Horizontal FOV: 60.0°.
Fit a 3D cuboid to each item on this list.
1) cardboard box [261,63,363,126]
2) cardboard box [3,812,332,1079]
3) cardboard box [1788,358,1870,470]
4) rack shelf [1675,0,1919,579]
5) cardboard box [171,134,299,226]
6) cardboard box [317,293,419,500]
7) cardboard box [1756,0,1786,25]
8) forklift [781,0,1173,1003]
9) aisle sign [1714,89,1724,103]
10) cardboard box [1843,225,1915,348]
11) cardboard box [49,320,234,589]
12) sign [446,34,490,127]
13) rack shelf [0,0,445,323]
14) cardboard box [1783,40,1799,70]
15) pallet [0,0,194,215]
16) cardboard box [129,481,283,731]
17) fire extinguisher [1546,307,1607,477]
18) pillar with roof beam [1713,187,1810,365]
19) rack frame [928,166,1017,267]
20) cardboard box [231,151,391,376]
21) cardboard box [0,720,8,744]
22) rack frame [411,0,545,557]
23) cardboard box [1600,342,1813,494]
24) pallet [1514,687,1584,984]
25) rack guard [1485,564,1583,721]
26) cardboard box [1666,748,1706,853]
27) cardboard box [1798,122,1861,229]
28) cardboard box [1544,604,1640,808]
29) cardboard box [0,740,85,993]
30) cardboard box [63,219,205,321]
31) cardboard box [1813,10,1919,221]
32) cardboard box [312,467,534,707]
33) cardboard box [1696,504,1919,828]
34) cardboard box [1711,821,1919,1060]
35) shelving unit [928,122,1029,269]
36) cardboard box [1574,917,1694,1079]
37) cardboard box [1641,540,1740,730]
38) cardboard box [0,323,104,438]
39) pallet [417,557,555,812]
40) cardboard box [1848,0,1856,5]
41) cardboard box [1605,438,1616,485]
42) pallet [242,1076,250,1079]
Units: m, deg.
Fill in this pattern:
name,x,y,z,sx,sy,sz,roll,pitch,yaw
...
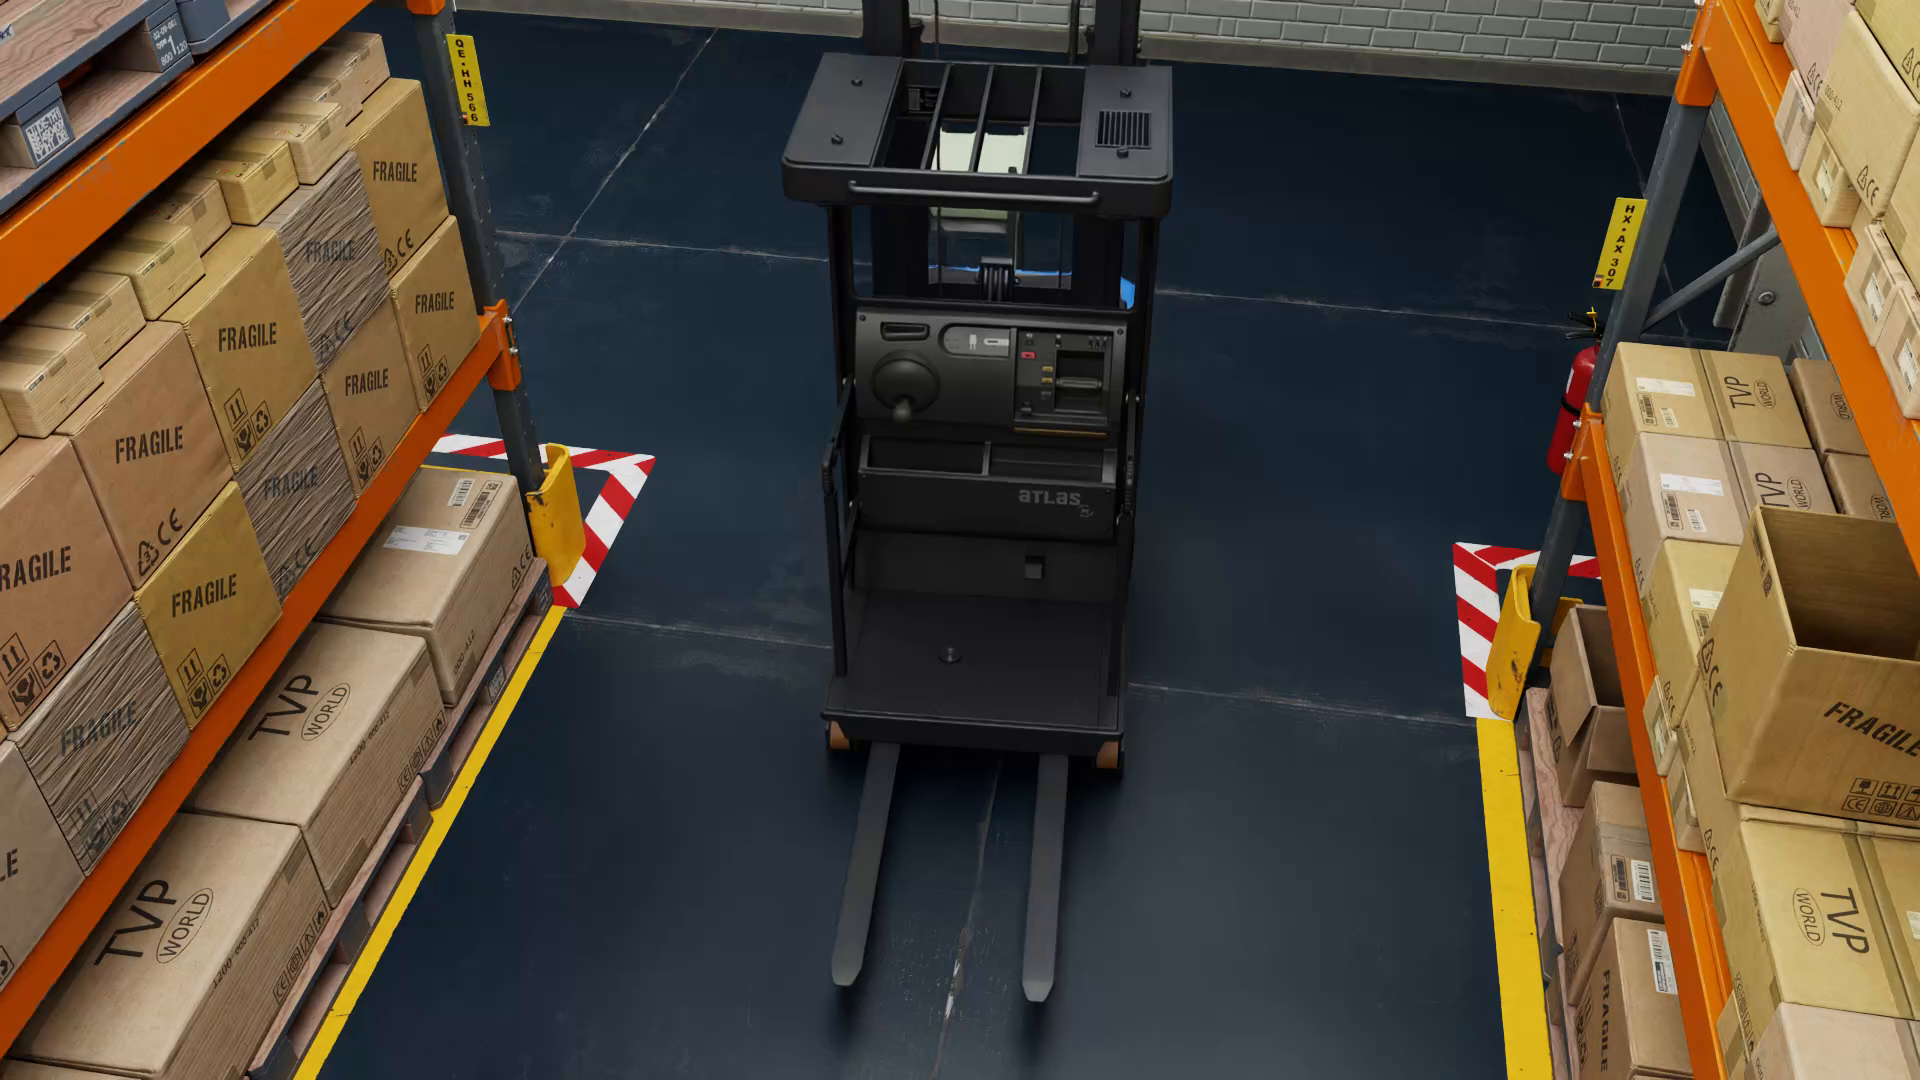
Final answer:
name,x,y,z,sx,sy,sz,roll,pitch,yaw
cardboard box,-2.107,-1.370,5.181,0.380,0.149,0.250,7,40,8
cardboard box,-2.546,1.286,5.021,0.875,0.438,0.875,5,40,6
cardboard box,2.849,-0.299,5.142,0.500,0.250,0.500,7,40,9
rack shelf,2.321,-0.184,3.329,1.077,0.370,4.000,6,40,8
cardboard box,-2.153,-1.045,4.788,0.380,0.149,0.250,7,40,9
cardboard box,-2.146,-0.499,5.421,0.500,0.500,0.500,6,40,7
cardboard box,2.321,-1.525,4.271,0.500,0.250,0.500,6,40,7
forklift,0.083,-0.503,5.559,1.130,2.935,3.031,4,40,4
aisle sign,2.390,-1.638,4.837,0.394,0.787,0.004,6,40,8
cardboard box,2.022,-0.494,3.337,0.380,0.149,0.250,6,40,8
cardboard box,-2.310,-0.244,4.328,0.500,0.500,0.500,6,40,7
sign,-1.690,-1.575,5.706,0.100,0.325,0.005,6,40,8
rack shelf,-2.568,-0.729,3.988,1.077,0.370,4.000,6,40,8
cardboard box,2.364,-1.278,4.285,0.380,0.149,0.250,7,40,8
pallet,-2.549,-0.993,3.812,1.003,0.211,1.213,6,40,8
cardboard box,-2.302,0.151,4.635,0.500,0.500,0.500,8,40,9
fire extinguisher,2.238,-0.530,5.891,0.296,0.674,0.183,6,40,8
pillar with roof beam,-0.218,-4.940,6.163,9.100,9.000,0.400,6,40,8
rack frame,0.031,-0.939,7.209,0.400,1.500,0.023,4,40,4
cardboard box,-2.132,-0.869,5.084,0.500,0.500,0.500,7,40,8
cardboard box,-2.500,0.392,3.558,0.500,0.500,0.500,6,40,7
rack frame,-2.222,-1.106,6.233,1.000,3.000,0.127,6,40,8
cardboard box,2.324,-0.362,5.218,0.500,0.250,0.500,7,40,8
pallet,2.517,1.062,5.800,1.003,0.211,1.213,6,40,8
rack guard,2.654,0.450,6.313,1.175,0.500,0.348,6,40,8
cardboard box,2.043,0.683,4.267,0.380,0.149,0.250,7,40,9
cardboard box,2.120,-0.809,3.717,0.380,0.149,0.250,6,40,8
cardboard box,2.468,0.613,5.784,0.797,0.503,0.637,5,40,6
cardboard box,-2.484,0.785,3.868,0.500,0.500,0.500,7,40,8
cardboard box,-2.254,-0.725,4.401,0.380,0.149,0.250,7,40,9
cardboard box,2.153,-0.884,3.495,0.500,0.250,0.500,5,40,6
cardboard box,-2.238,0.145,6.401,0.875,0.438,0.875,5,40,6
cardboard box,2.064,0.290,3.841,0.500,0.500,0.500,7,40,9
cardboard box,1.995,0.919,3.669,0.500,0.250,0.500,6,40,7
shelving unit,0.067,-1.171,7.490,0.431,1.500,0.755,4,40,4
cardboard box,2.092,1.467,4.753,0.500,0.500,0.500,7,40,8
cardboard box,2.152,0.273,4.451,0.500,0.250,0.500,6,40,7
cardboard box,-2.322,-0.392,3.998,0.380,0.149,0.250,7,40,8
pallet,-2.283,0.480,6.504,1.003,0.211,1.213,6,40,8
cardboard box,2.237,-1.398,3.725,0.500,0.250,0.500,6,40,7
cardboard box,2.340,-0.288,5.441,0.380,0.149,0.250,6,40,7
pallet,-2.706,2.011,4.652,1.003,0.211,1.213,6,40,8
